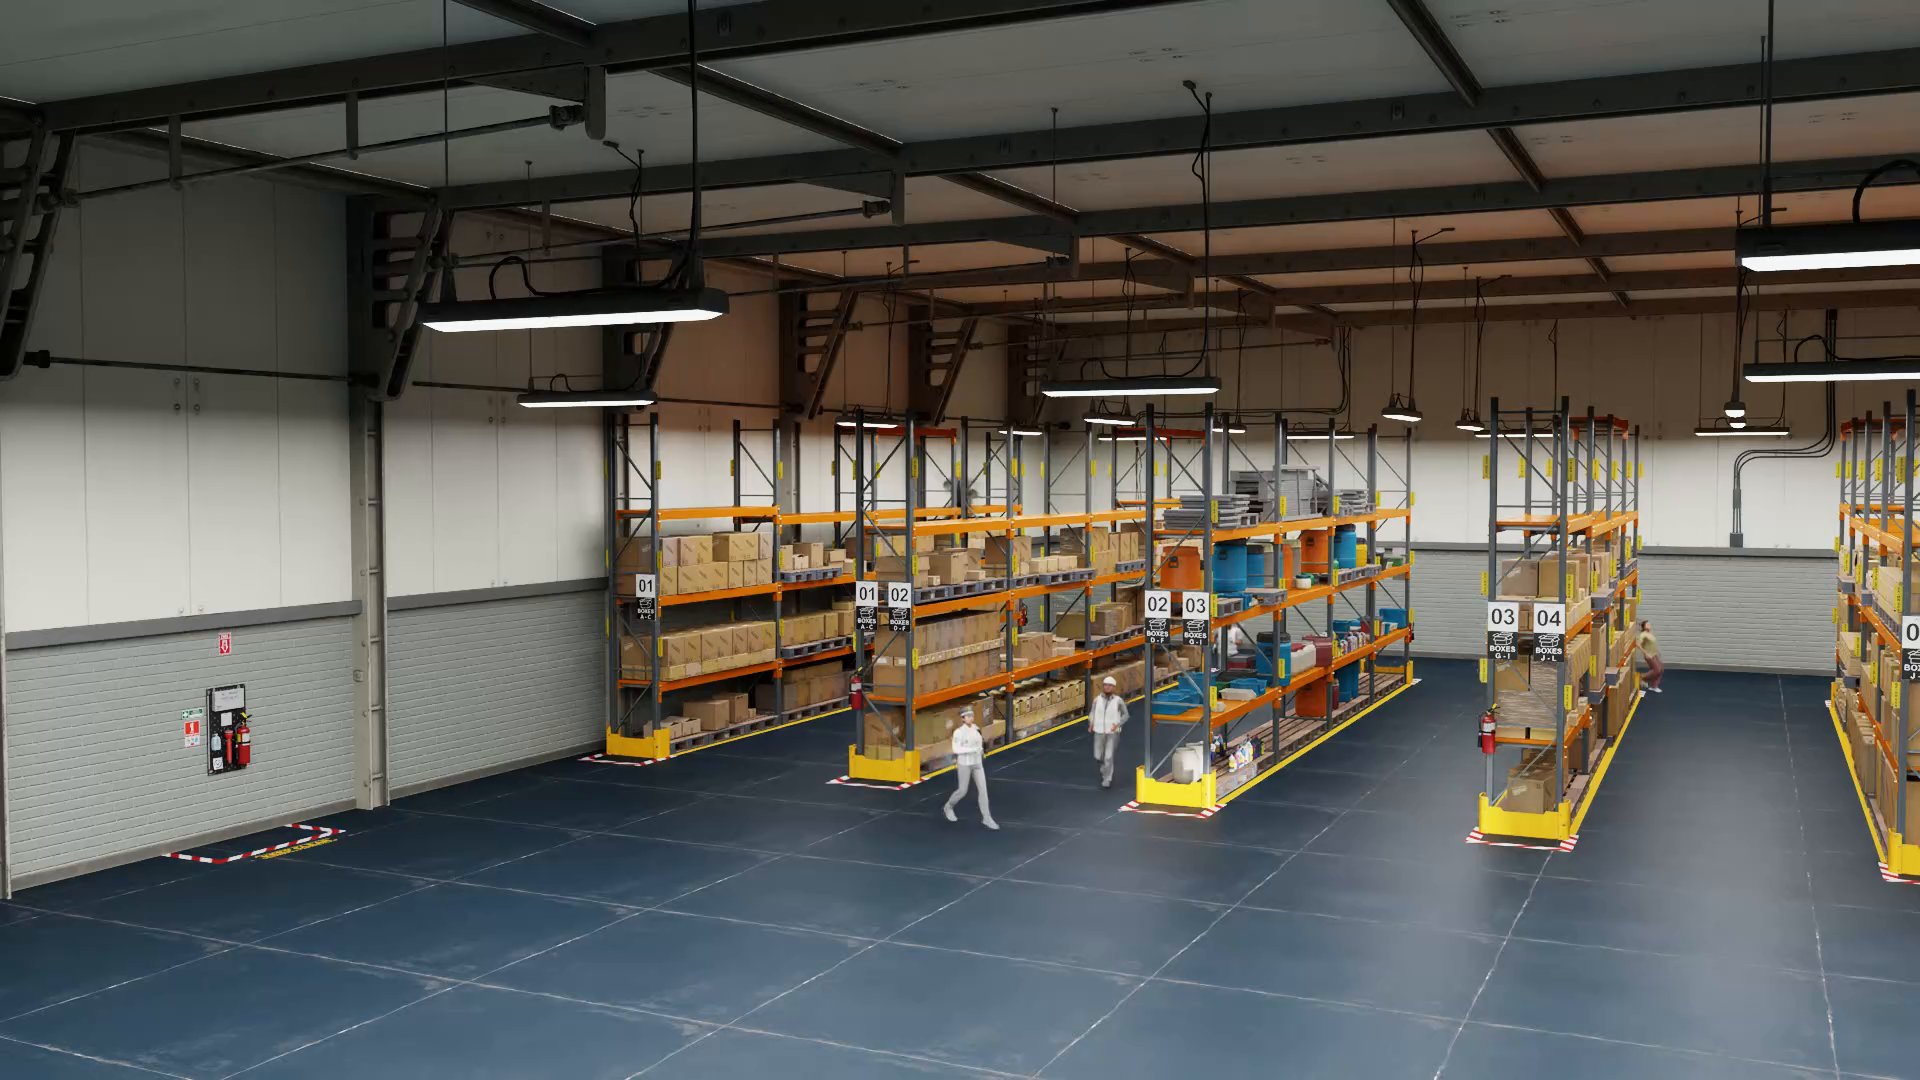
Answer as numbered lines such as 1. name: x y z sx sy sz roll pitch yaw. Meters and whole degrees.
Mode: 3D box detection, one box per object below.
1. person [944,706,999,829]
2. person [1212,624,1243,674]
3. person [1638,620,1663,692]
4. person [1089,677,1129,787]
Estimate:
1. person: 0.166 3.155 23.292 0.624 1.668 0.998 -2 3 -37
2. person: 5.906 2.535 36.734 0.679 1.780 0.985 1 2 13
3. person: 15.611 2.626 37.599 0.632 1.619 0.520 -2 3 -42
4. person: 2.343 3.030 26.367 0.650 1.711 0.602 1 3 20
